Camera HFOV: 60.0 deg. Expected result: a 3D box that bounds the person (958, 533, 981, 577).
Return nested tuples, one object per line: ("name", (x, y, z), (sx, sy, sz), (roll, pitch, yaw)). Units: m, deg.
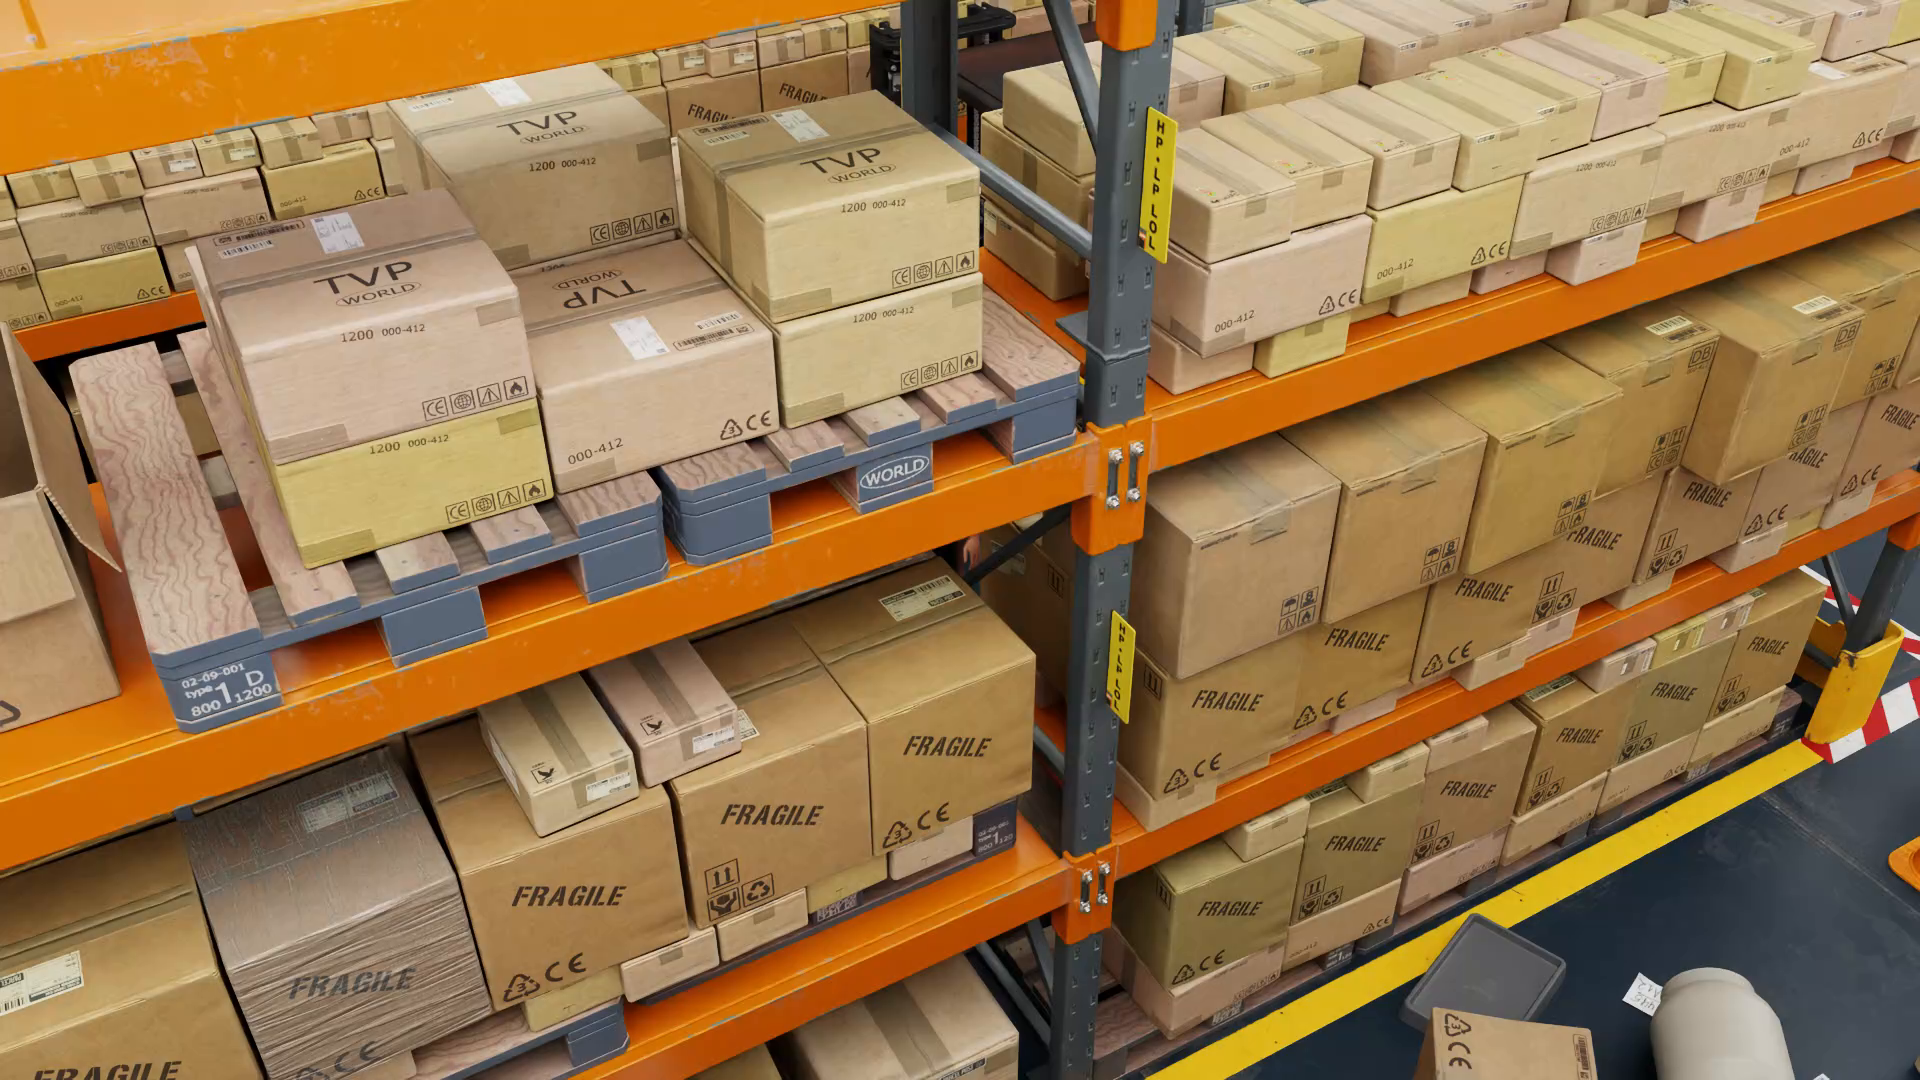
("person", (-0.156, -0.033, 6.965), (0.521, 1.680, 0.401), (11, 38, 14))
